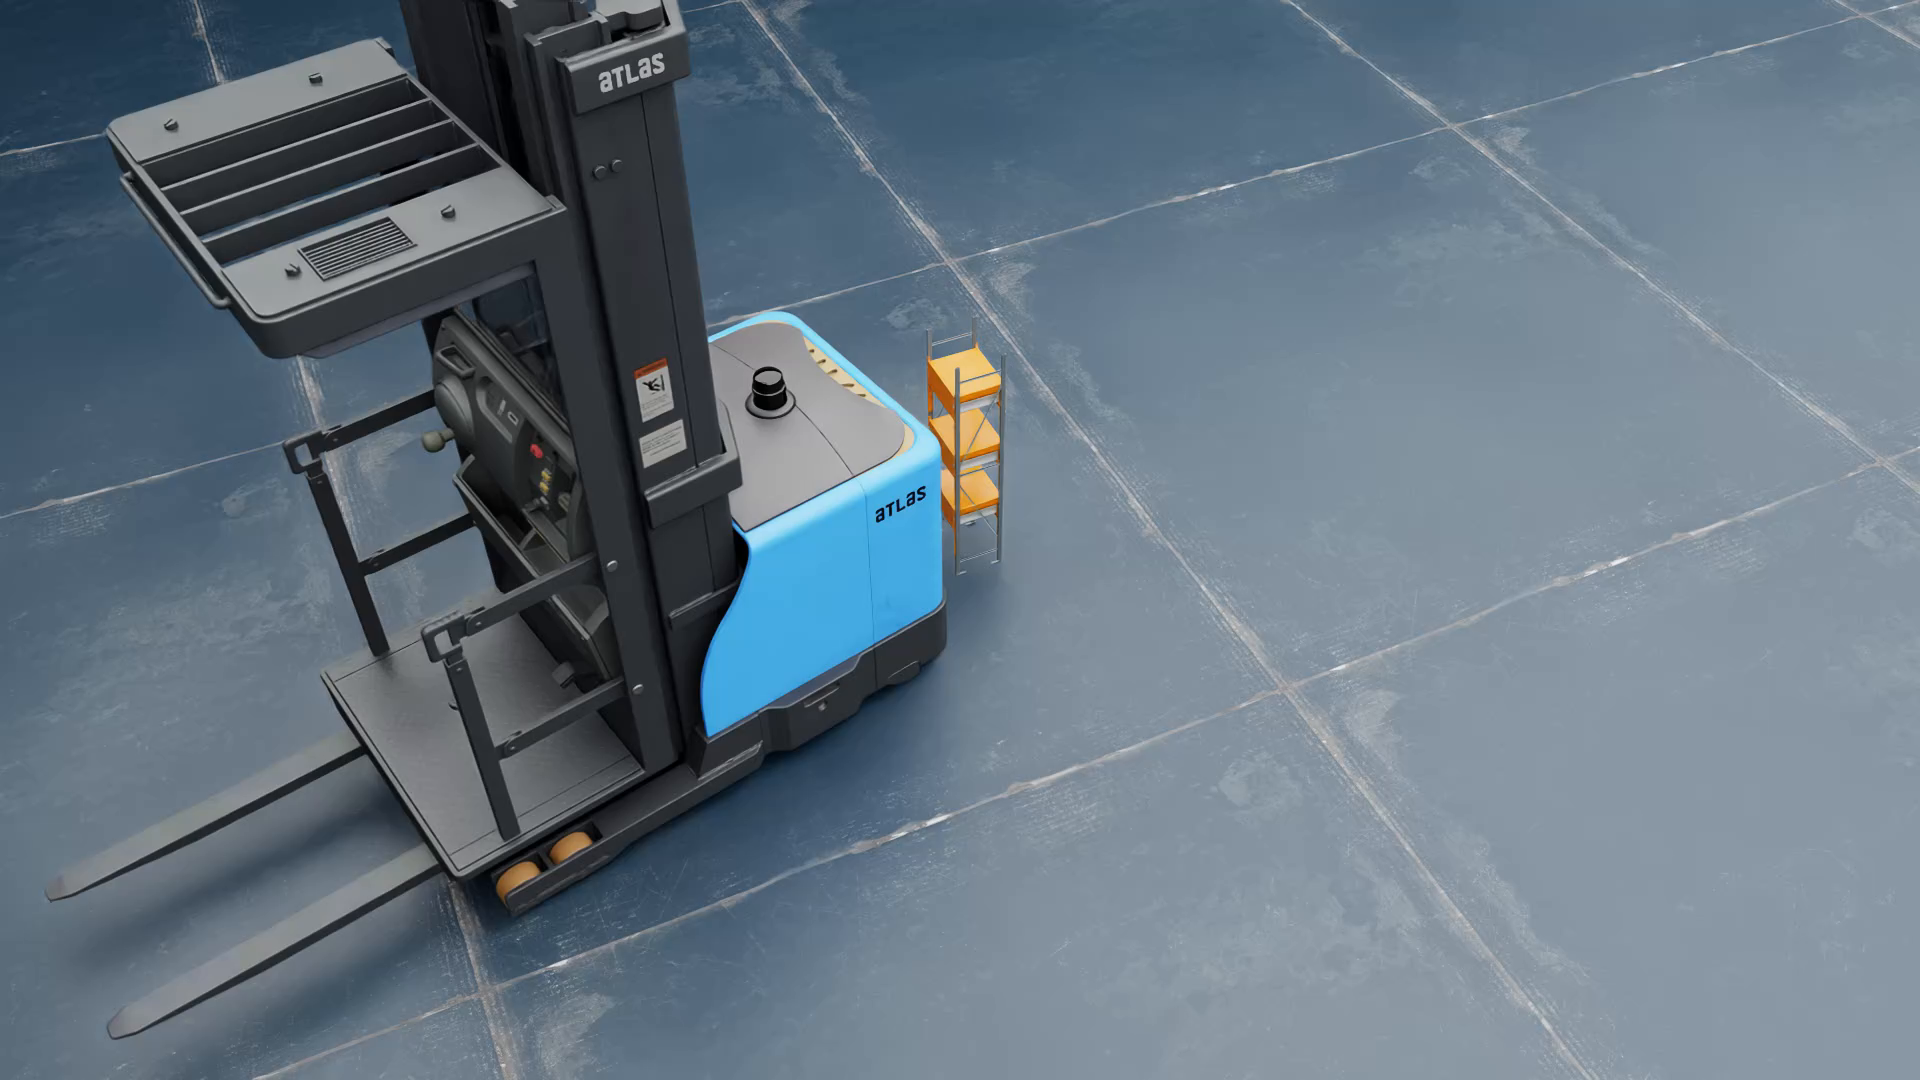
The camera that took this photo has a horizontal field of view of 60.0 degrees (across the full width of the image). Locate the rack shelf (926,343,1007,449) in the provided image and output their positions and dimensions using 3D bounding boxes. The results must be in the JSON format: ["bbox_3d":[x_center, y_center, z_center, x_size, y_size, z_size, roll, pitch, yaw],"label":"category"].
[{"bbox_3d":[0.022,-0.534,6.155,0.215,0.259,0.240,-18,47,-17],"label":"rack shelf"}]

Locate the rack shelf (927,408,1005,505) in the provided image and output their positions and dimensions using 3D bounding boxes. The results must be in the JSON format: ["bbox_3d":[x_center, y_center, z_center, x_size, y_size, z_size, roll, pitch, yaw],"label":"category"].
[{"bbox_3d":[0.022,-0.332,6.354,0.215,0.259,0.240,-18,47,-17],"label":"rack shelf"}]

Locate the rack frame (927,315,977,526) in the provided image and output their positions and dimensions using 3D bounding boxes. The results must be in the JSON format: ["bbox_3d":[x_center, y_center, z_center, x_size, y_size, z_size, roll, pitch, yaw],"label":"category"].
[{"bbox_3d":[-0.029,-0.417,6.425,0.200,1.050,0.008,-18,47,-17],"label":"rack frame"}]

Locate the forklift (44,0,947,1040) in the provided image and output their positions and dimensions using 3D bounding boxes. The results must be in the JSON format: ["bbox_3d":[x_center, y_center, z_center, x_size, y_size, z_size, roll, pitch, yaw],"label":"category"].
[{"bbox_3d":[-1.524,-0.240,4.906,3.031,2.935,1.130,-29,51,-26],"label":"forklift"}]

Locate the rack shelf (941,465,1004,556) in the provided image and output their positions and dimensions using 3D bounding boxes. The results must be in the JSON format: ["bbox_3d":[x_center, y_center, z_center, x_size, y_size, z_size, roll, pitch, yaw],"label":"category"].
[{"bbox_3d":[0.022,-0.134,6.549,0.215,0.259,0.240,-18,47,-17],"label":"rack shelf"}]

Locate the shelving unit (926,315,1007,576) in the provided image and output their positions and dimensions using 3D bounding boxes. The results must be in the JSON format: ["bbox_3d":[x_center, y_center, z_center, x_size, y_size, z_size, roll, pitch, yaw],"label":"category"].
[{"bbox_3d":[0.022,-0.340,6.347,0.215,1.050,0.252,-18,47,-17],"label":"shelving unit"}]

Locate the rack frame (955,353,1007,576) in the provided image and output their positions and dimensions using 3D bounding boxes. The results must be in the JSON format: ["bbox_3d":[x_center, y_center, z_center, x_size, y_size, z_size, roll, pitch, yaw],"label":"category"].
[{"bbox_3d":[0.074,-0.262,6.268,0.200,1.050,0.008,-18,47,-17],"label":"rack frame"}]
